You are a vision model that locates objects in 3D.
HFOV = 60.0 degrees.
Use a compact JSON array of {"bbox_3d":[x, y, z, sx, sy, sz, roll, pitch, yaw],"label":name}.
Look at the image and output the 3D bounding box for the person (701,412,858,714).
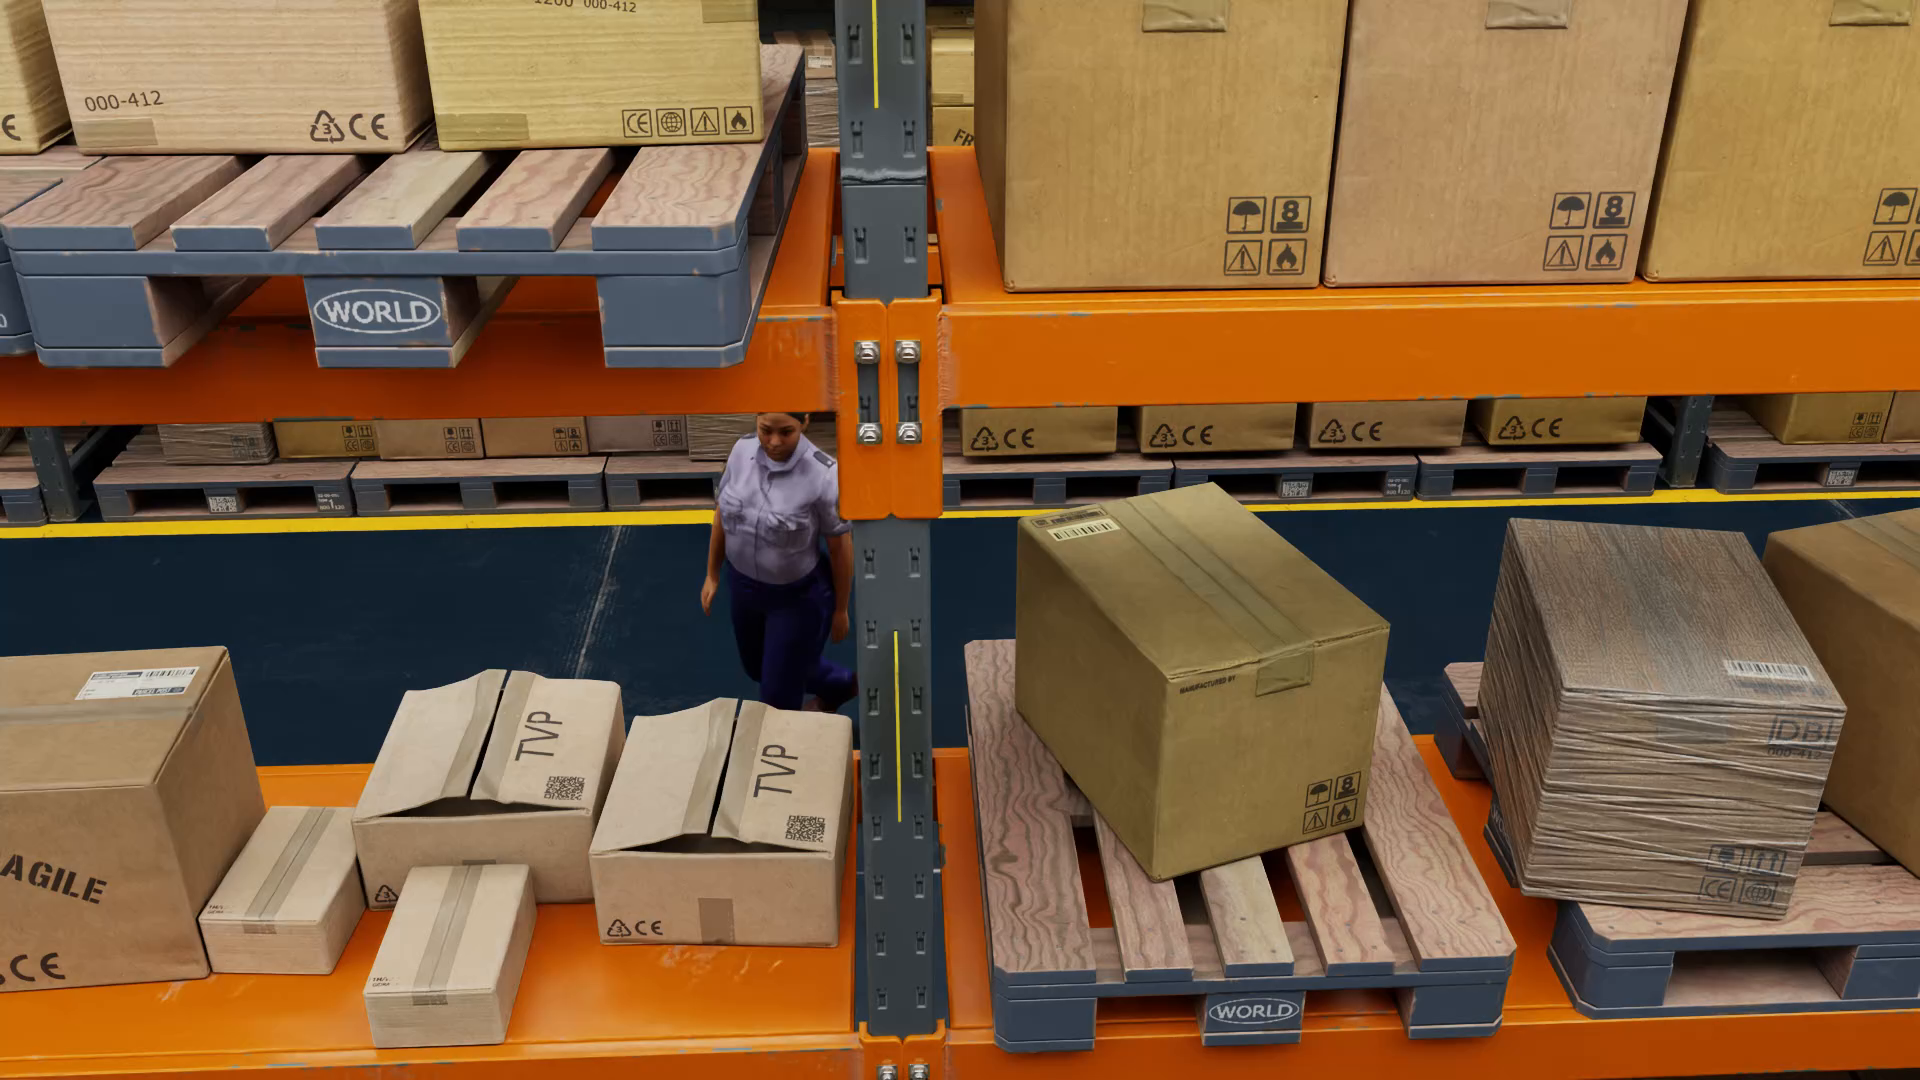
[{"bbox_3d":[-0.608,0.173,5.823,0.541,1.612,0.847,18,32,30],"label":"person"}]
